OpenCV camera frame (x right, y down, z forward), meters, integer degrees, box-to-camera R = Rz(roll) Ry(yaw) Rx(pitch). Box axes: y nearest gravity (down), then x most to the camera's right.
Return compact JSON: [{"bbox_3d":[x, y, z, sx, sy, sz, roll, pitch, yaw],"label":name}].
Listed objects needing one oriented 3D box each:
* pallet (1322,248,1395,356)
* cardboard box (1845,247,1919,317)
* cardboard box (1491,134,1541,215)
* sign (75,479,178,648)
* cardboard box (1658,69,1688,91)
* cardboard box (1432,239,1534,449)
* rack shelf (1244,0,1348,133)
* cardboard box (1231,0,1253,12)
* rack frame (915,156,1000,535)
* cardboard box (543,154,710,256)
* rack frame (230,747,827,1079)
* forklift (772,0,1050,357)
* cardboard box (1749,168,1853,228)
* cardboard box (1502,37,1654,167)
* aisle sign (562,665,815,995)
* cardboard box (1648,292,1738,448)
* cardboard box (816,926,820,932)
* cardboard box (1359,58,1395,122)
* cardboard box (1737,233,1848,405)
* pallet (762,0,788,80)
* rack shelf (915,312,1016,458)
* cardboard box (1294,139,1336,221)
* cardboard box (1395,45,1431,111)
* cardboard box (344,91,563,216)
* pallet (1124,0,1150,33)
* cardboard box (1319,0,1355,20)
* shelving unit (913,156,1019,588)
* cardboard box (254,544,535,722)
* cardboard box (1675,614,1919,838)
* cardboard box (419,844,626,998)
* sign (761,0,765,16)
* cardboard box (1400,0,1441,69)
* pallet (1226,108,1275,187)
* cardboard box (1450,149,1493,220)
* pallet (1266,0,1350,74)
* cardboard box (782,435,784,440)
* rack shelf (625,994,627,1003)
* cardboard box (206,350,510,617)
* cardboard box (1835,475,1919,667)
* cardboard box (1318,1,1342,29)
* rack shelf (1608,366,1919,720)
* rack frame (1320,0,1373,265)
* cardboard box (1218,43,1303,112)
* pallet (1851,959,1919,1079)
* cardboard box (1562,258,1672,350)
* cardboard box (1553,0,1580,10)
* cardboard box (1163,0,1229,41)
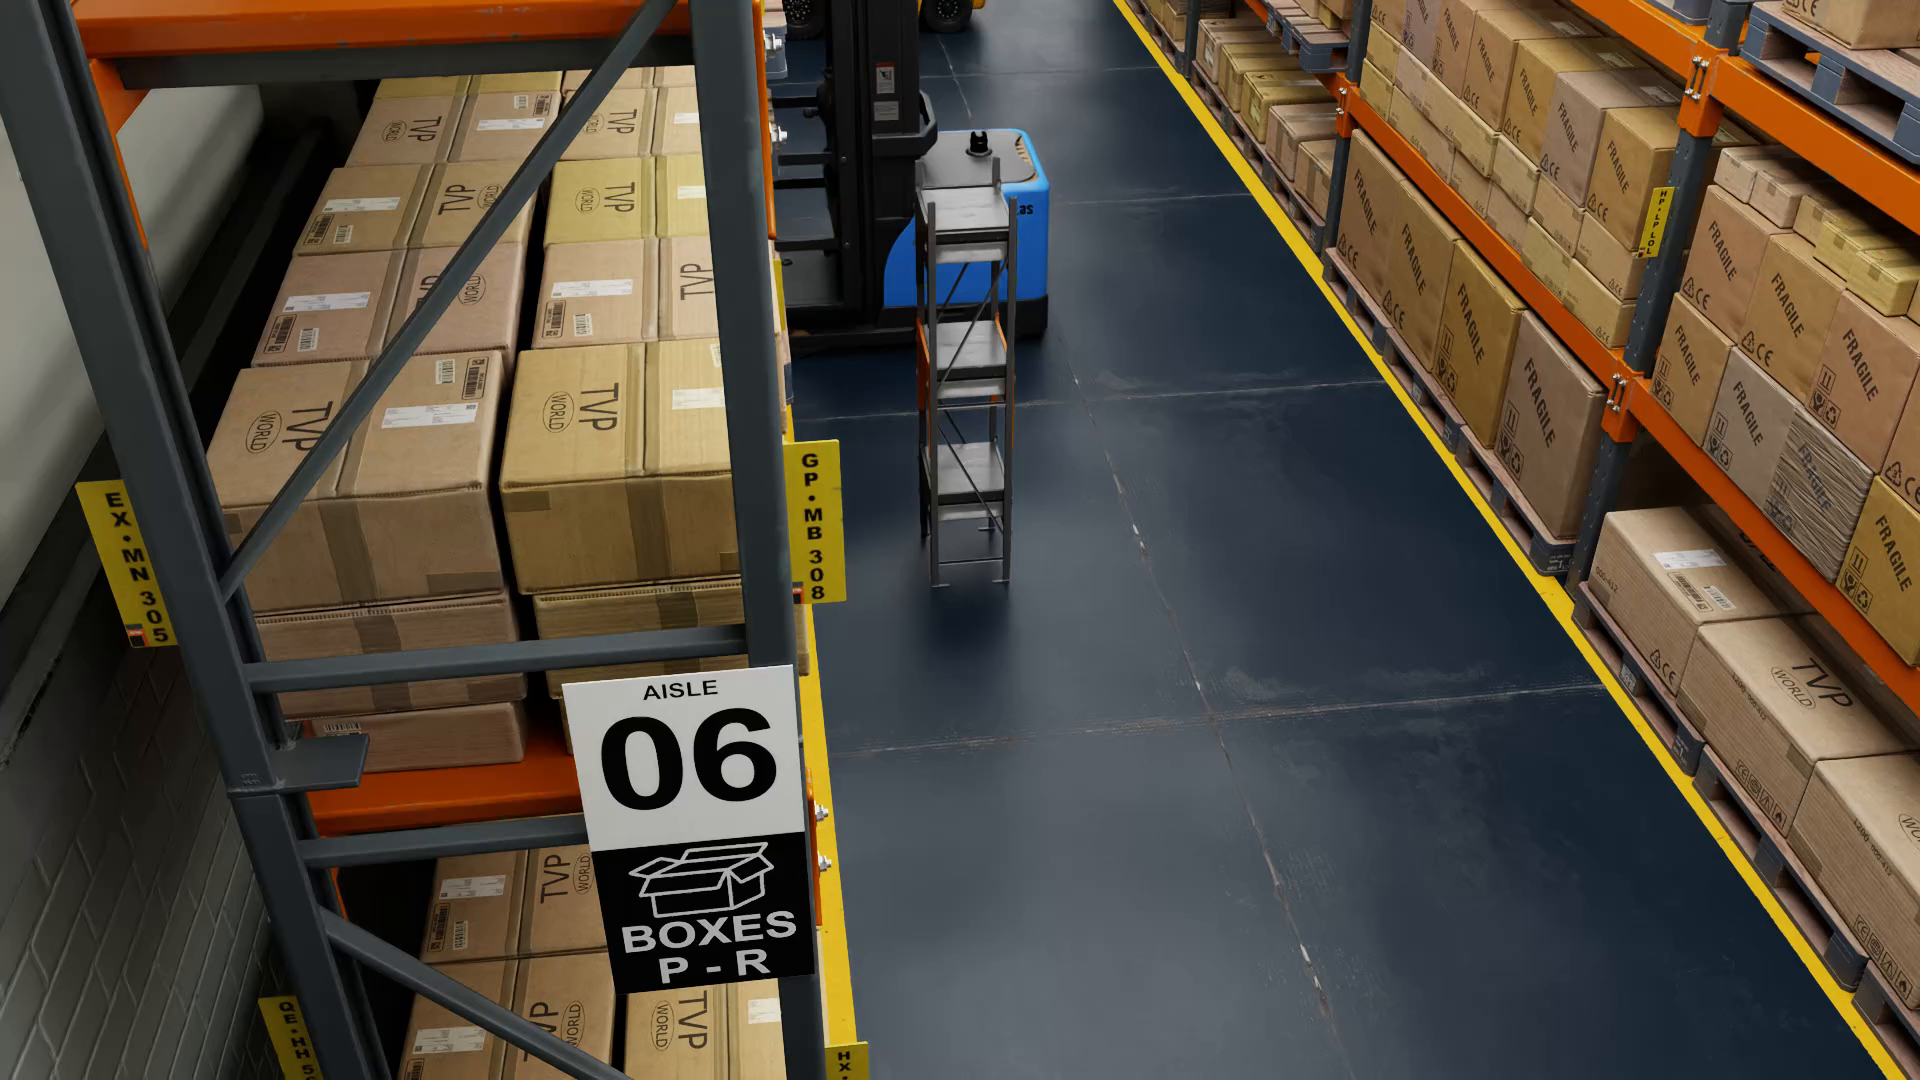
[{"bbox_3d":[3.088,-1.628,11.080,1.003,0.211,1.213,-4,35,-6],"label":"pallet"},{"bbox_3d":[3.486,-0.945,6.050,0.380,0.149,0.250,-5,35,-8],"label":"cardboard box"},{"bbox_3d":[3.144,-1.933,8.741,0.500,0.250,0.500,-4,34,-5],"label":"cardboard box"},{"bbox_3d":[-1.338,0.042,2.704,0.100,0.325,0.005,-4,35,-6],"label":"sign"},{"bbox_3d":[3.724,-1.997,8.169,0.500,0.500,0.500,-5,35,-7],"label":"cardboard box"},{"bbox_3d":[3.302,-1.133,9.391,0.875,0.875,0.875,-3,34,-5],"label":"cardboard box"},{"bbox_3d":[2.787,-4.045,12.789,1.077,0.370,4.000,-4,35,-6],"label":"rack shelf"},{"bbox_3d":[2.707,-5.155,15.182,0.500,0.500,0.500,-3,34,-4],"label":"cardboard box"},{"bbox_3d":[-0.011,-0.911,8.352,0.400,2.100,0.015,-4,35,-6],"label":"rack frame"},{"bbox_3d":[-0.728,-0.722,4.036,0.500,0.250,0.500,-5,35,-7],"label":"cardboard box"},{"bbox_3d":[-0.786,1.616,3.843,1.000,3.000,0.127,-4,35,-6],"label":"rack frame"},{"bbox_3d":[-0.989,-2.679,10.207,3.031,2.935,1.130,-4,34,-6],"label":"forklift"},{"bbox_3d":[3.430,-1.379,6.685,0.380,0.149,0.250,-4,34,-6],"label":"cardboard box"},{"bbox_3d":[3.160,-2.251,8.542,0.500,0.500,0.500,-3,34,-5],"label":"cardboard box"},{"bbox_3d":[-0.486,0.558,3.088,0.394,0.787,0.004,-4,35,-6],"label":"aisle sign"},{"bbox_3d":[3.398,-0.753,7.232,0.500,0.500,0.500,-3,34,-5],"label":"cardboard box"},{"bbox_3d":[-0.648,1.001,4.616,0.500,0.250,0.500,-4,34,-6],"label":"cardboard box"},{"bbox_3d":[2.873,-2.872,10.562,0.500,0.250,0.500,-5,35,-7],"label":"cardboard box"},{"bbox_3d":[3.480,-0.882,6.532,0.500,0.500,0.500,-5,35,-7],"label":"cardboard box"},{"bbox_3d":[-1.342,-2.147,6.868,1.213,0.211,1.003,-4,35,-6],"label":"pallet"},{"bbox_3d":[0.022,-0.764,8.159,0.431,0.518,0.480,-4,35,-6],"label":"rack shelf"},{"bbox_3d":[2.990,-2.630,12.034,0.950,0.372,0.625,-7,35,-10],"label":"cardboard box"},{"bbox_3d":[2.948,-2.780,9.984,0.500,0.250,0.500,-4,34,-5],"label":"cardboard box"},{"bbox_3d":[-1.312,-0.976,4.408,0.500,0.250,0.500,-4,35,-6],"label":"cardboard box"},{"bbox_3d":[2.226,-5.360,16.556,1.003,0.211,1.213,-4,35,-6],"label":"pallet"},{"bbox_3d":[2.720,-3.796,11.060,0.500,0.500,0.500,-5,35,-8],"label":"cardboard box"},{"bbox_3d":[0.022,-0.775,8.152,0.431,2.100,0.503,-4,35,-6],"label":"shelving unit"},{"bbox_3d":[-1.115,0.088,3.291,0.500,0.250,0.500,-5,35,-7],"label":"cardboard box"},{"bbox_3d":[3.693,0.750,7.017,0.875,0.438,0.875,-5,35,-8],"label":"cardboard box"},{"bbox_3d":[-1.179,1.031,4.571,0.500,0.250,0.500,-4,35,-6],"label":"cardboard box"},{"bbox_3d":[-0.787,-2.114,6.195,0.100,0.325,0.005,-4,35,-6],"label":"sign"},{"bbox_3d":[2.957,-3.110,9.803,0.500,0.500,0.500,-4,35,-6],"label":"cardboard box"},{"bbox_3d":[2.792,-3.189,13.371,1.003,0.211,1.213,-4,35,-6],"label":"pallet"},{"bbox_3d":[3.094,-2.018,9.310,0.500,0.250,0.500,-4,35,-6],"label":"cardboard box"},{"bbox_3d":[2.855,-3.536,11.574,1.213,0.211,1.003,-4,35,-6],"label":"pallet"},{"bbox_3d":[-0.609,-0.150,3.995,0.380,0.149,0.250,-4,34,-5],"label":"cardboard box"},{"bbox_3d":[-1.055,0.798,5.683,1.077,0.370,4.000,-4,35,-6],"label":"rack shelf"},{"bbox_3d":[-1.122,-0.117,3.149,0.500,0.250,0.500,-5,35,-8],"label":"cardboard box"},{"bbox_3d":[3.591,0.093,5.989,0.500,0.500,0.500,-3,34,-5],"label":"cardboard box"},{"bbox_3d":[2.671,-3.605,11.355,0.380,0.149,0.250,-4,34,-6],"label":"cardboard box"},{"bbox_3d":[3.863,0.420,6.238,1.077,0.370,4.000,-4,35,-6],"label":"rack shelf"},{"bbox_3d":[3.056,-3.226,10.949,1.000,3.000,0.127,-4,35,-6],"label":"rack frame"},{"bbox_3d":[2.691,-3.852,13.828,0.950,0.372,0.625,-2,34,-3],"label":"cardboard box"},{"bbox_3d":[3.947,1.951,5.829,1.003,0.211,1.213,-4,35,-6],"label":"pallet"},{"bbox_3d":[3.284,-1.163,8.055,0.500,0.250,0.500,-5,35,-8],"label":"cardboard box"},{"bbox_3d":[3.522,-2.848,9.418,0.500,0.500,0.500,-4,35,-6],"label":"cardboard box"},{"bbox_3d":[2.173,-4.805,15.334,0.500,0.250,0.500,-3,34,-4],"label":"cardboard box"}]
